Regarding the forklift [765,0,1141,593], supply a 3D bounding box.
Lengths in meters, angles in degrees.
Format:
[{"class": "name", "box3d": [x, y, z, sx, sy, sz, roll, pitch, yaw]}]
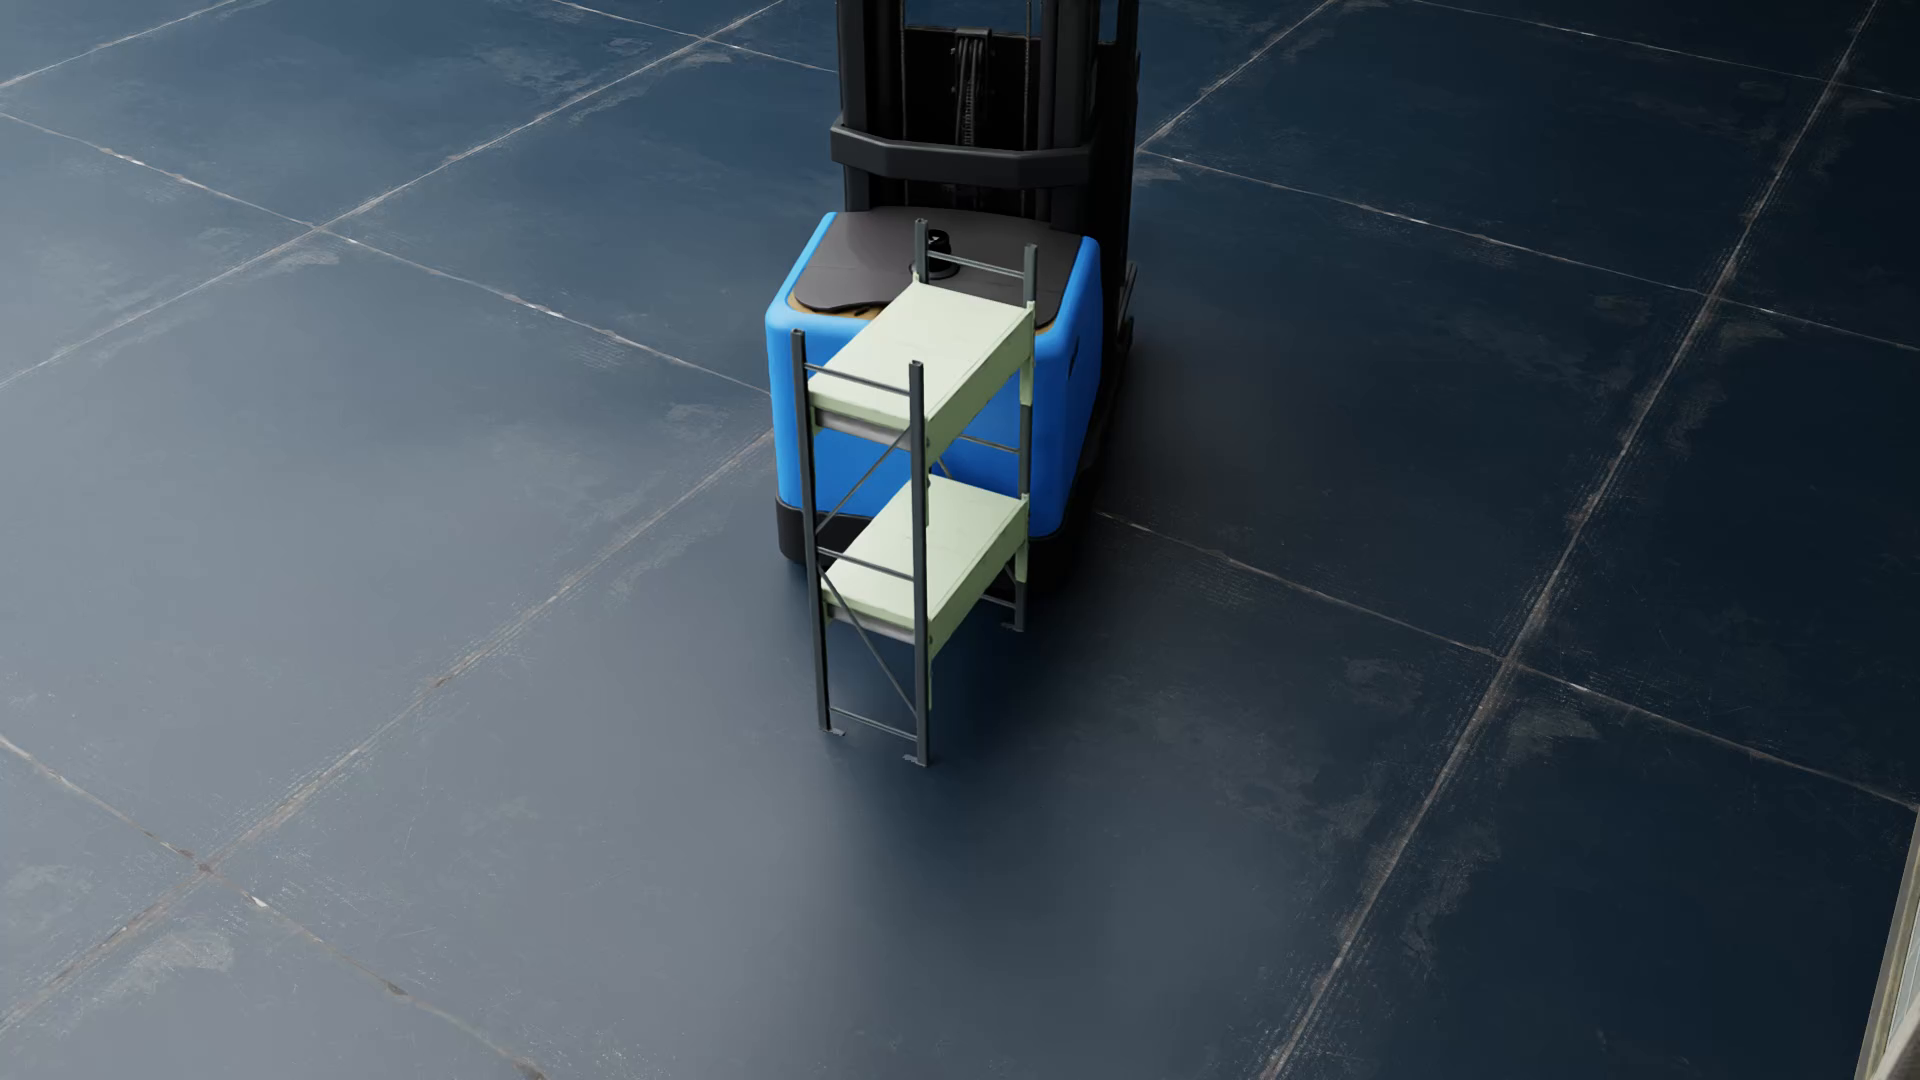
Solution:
[{"class": "forklift", "box3d": [0.145, -1.873, 6.278, 1.130, 2.935, 3.031, 7, 38, 9]}]

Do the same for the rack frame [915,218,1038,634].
[{"class": "rack frame", "box3d": [0.047, -0.325, 5.444, 0.400, 1.500, 0.023, 17, 41, 21]}]

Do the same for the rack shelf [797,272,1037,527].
[{"class": "rack shelf", "box3d": [-0.116, -0.434, 4.946, 0.431, 0.370, 0.720, 17, 41, 21]}]

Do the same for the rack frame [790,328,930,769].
[{"class": "rack frame", "box3d": [-0.280, 0.074, 4.925, 0.400, 1.500, 0.023, 17, 41, 21]}]

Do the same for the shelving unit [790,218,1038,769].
[{"class": "shelving unit", "box3d": [-0.116, -0.125, 5.184, 0.431, 1.500, 0.755, 17, 41, 21]}]

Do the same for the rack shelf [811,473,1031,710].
[{"class": "rack shelf", "box3d": [-0.116, 0.133, 5.383, 0.431, 0.370, 0.720, 17, 41, 21]}]
